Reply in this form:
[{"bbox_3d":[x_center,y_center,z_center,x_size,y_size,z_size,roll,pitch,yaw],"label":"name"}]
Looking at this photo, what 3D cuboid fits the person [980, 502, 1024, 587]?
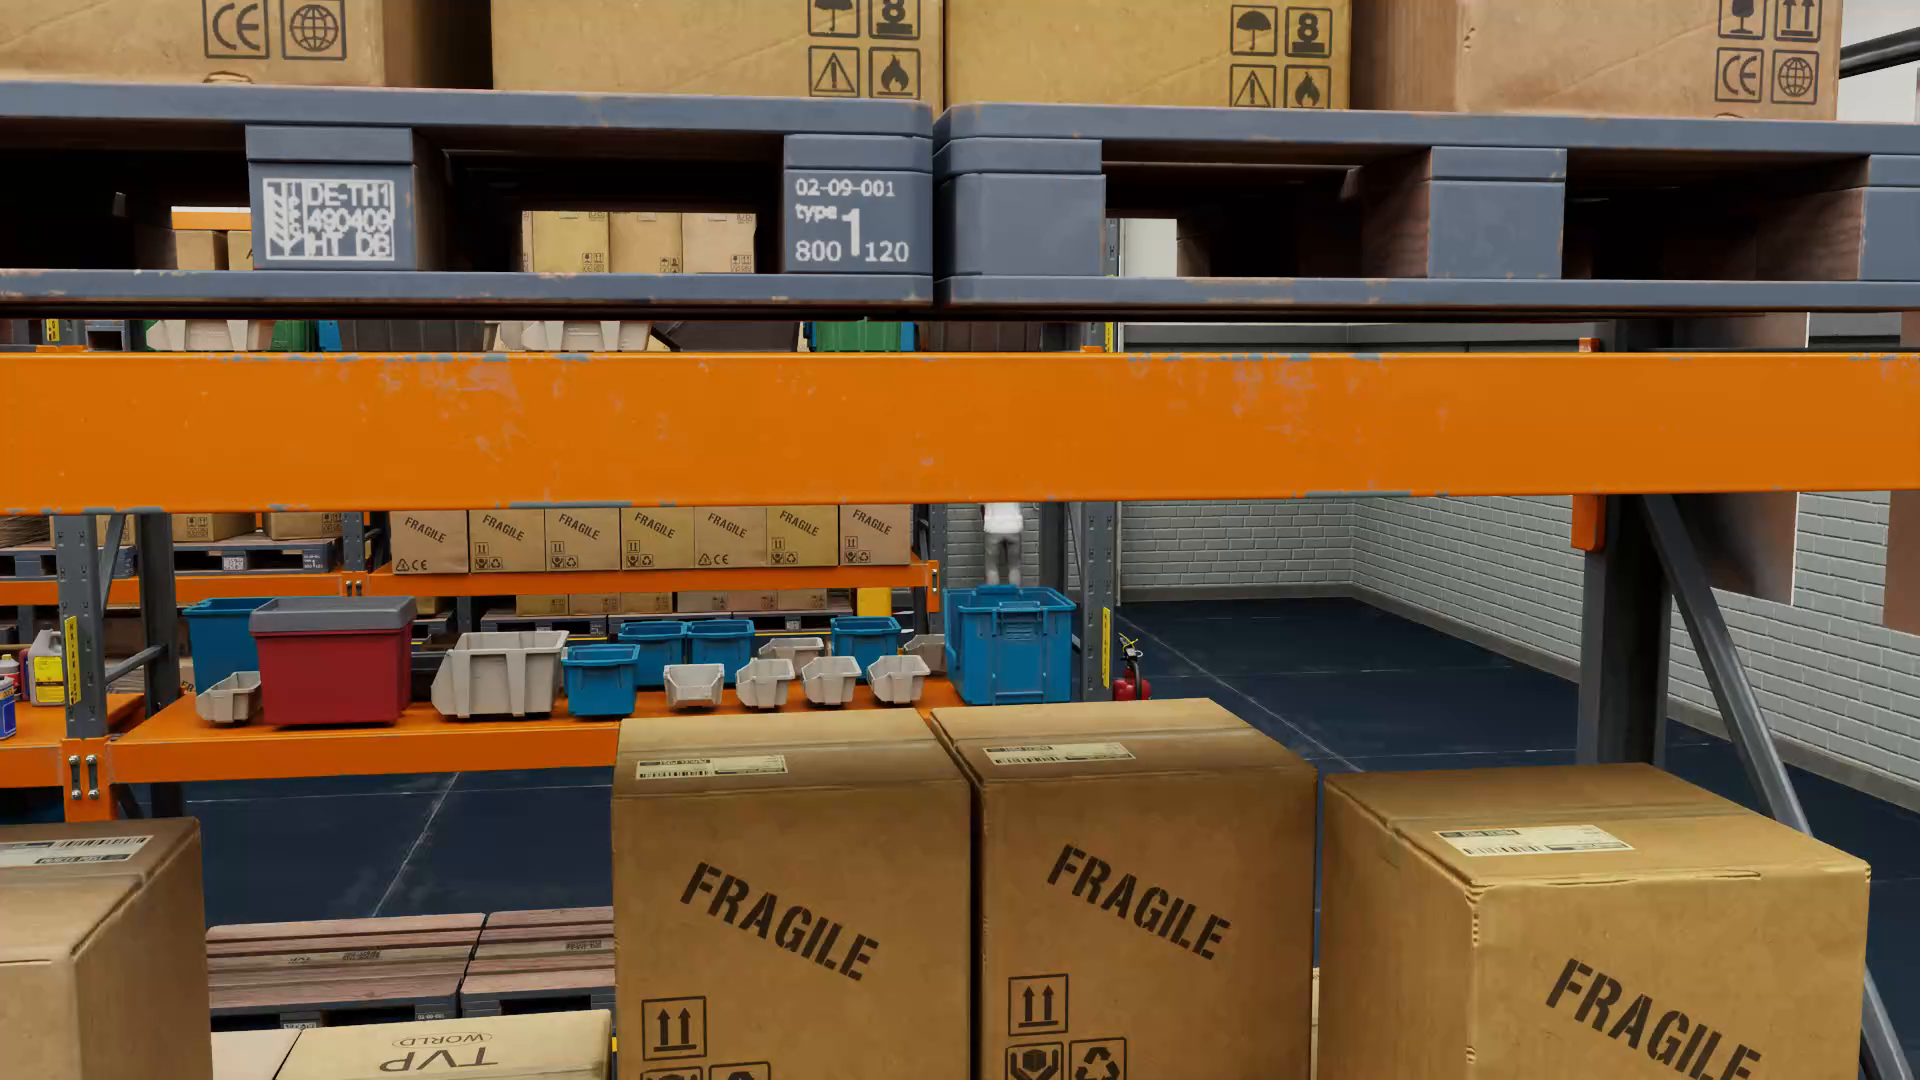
[{"bbox_3d":[0.437,-0.086,17.897,0.503,1.760,0.586,-1,6,-8],"label":"person"}]
